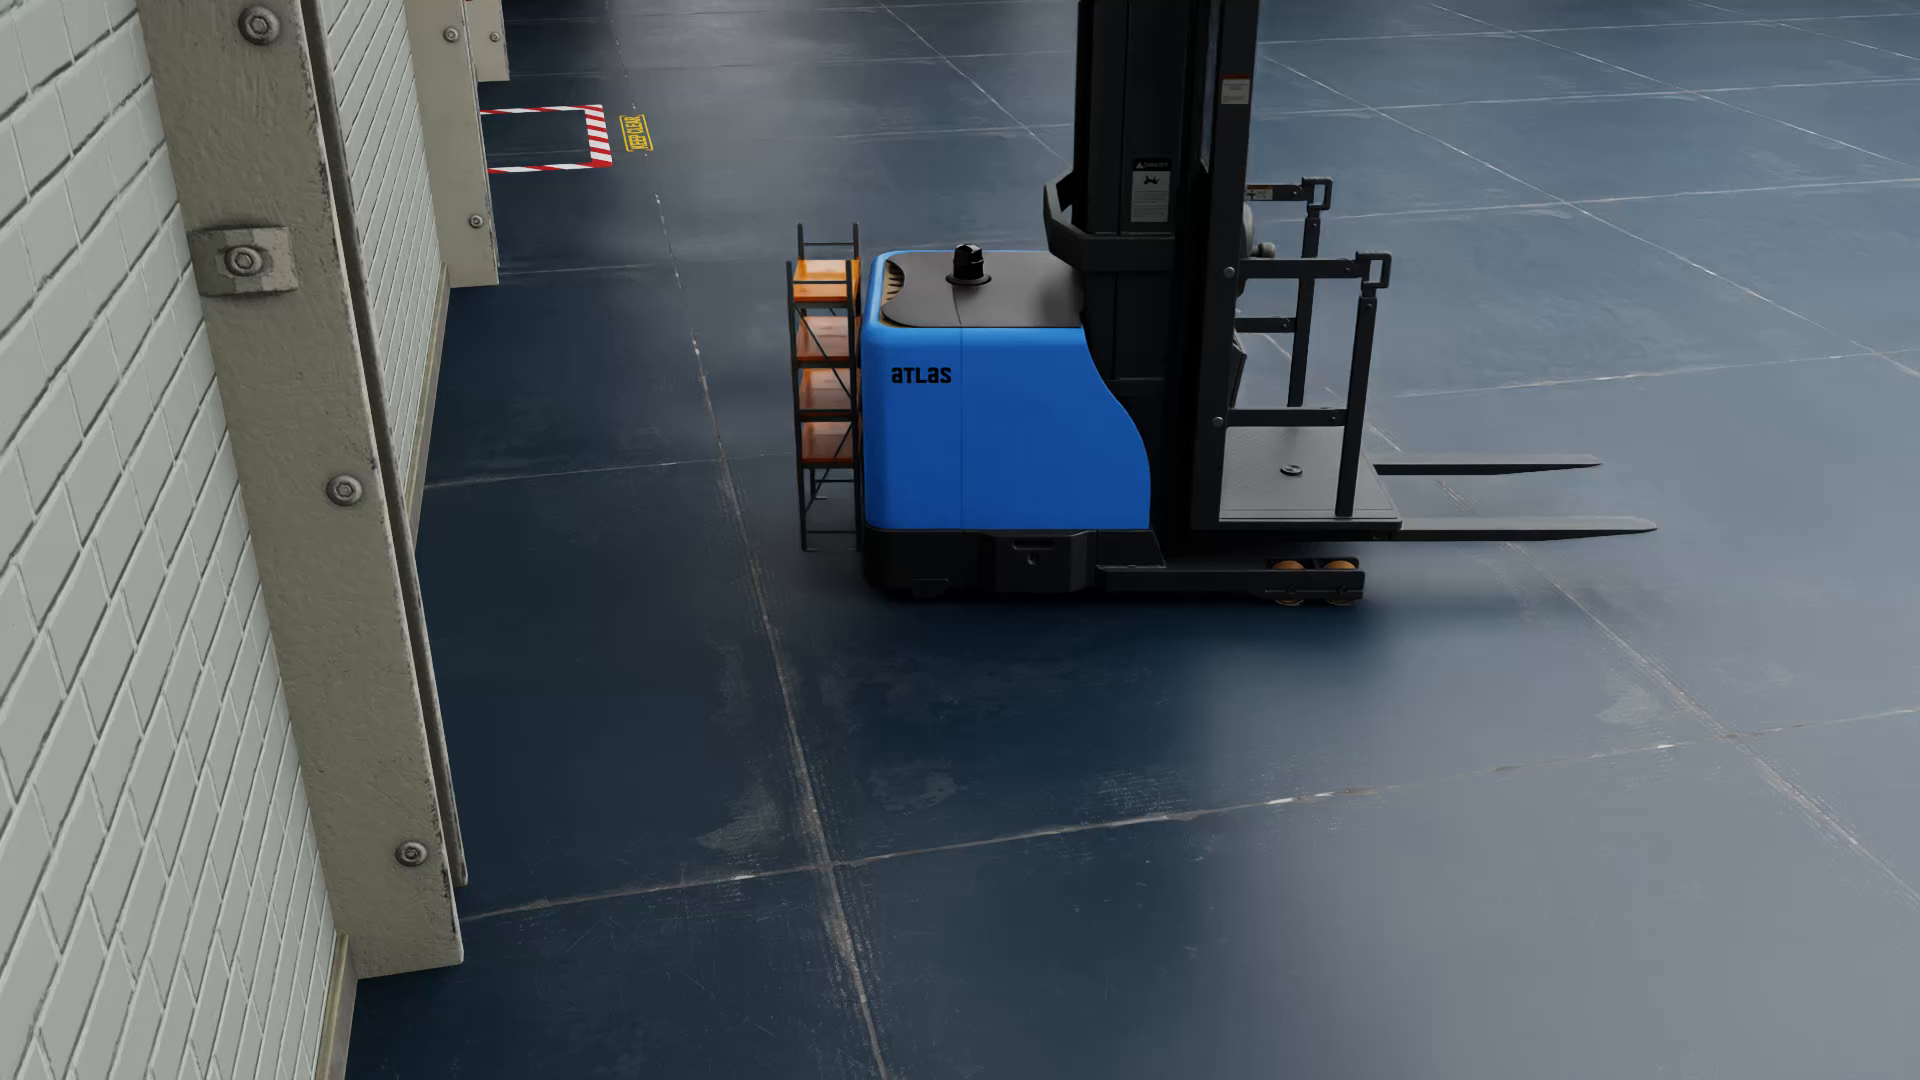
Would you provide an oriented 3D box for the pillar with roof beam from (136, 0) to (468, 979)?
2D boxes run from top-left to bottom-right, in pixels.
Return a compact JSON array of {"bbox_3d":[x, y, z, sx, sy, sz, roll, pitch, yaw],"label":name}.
[{"bbox_3d":[2.658,-3.383,3.466,9.100,9.000,0.400,-6,27,-12],"label":"pillar with roof beam"}]

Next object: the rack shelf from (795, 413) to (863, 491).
[{"bbox_3d":[-0.516,-0.366,6.731,0.258,0.148,0.480,0,27,0],"label":"rack shelf"}]

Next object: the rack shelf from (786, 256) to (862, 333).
[{"bbox_3d":[-0.520,-0.954,6.434,0.258,0.148,0.480,0,27,0],"label":"rack shelf"}]

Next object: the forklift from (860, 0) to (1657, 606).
[{"bbox_3d":[1.147,-1.301,6.075,3.031,2.935,1.130,0,27,0],"label":"forklift"}]

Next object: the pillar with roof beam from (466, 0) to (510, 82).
[{"bbox_3d":[-0.047,-8.651,13.903,9.100,9.000,0.400,-6,27,-12],"label":"pillar with roof beam"}]

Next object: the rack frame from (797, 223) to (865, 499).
[{"bbox_3d":[-0.519,-0.713,6.829,0.240,1.200,0.015,0,27,0],"label":"rack frame"}]

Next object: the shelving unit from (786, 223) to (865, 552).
[{"bbox_3d":[-0.518,-0.603,6.611,0.258,1.200,0.503,0,27,0],"label":"shelving unit"}]

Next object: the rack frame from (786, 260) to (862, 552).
[{"bbox_3d":[-0.517,-0.493,6.393,0.240,1.200,0.015,0,27,0],"label":"rack frame"}]

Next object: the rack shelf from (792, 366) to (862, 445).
[{"bbox_3d":[-0.518,-0.543,6.642,0.258,0.148,0.480,0,27,0],"label":"rack shelf"}]

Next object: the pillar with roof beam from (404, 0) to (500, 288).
[{"bbox_3d":[1.305,-6.017,8.685,9.100,9.000,0.400,-6,27,-12],"label":"pillar with roof beam"}]

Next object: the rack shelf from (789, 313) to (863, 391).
[{"bbox_3d":[-0.519,-0.743,6.541,0.258,0.148,0.480,0,27,0],"label":"rack shelf"}]
